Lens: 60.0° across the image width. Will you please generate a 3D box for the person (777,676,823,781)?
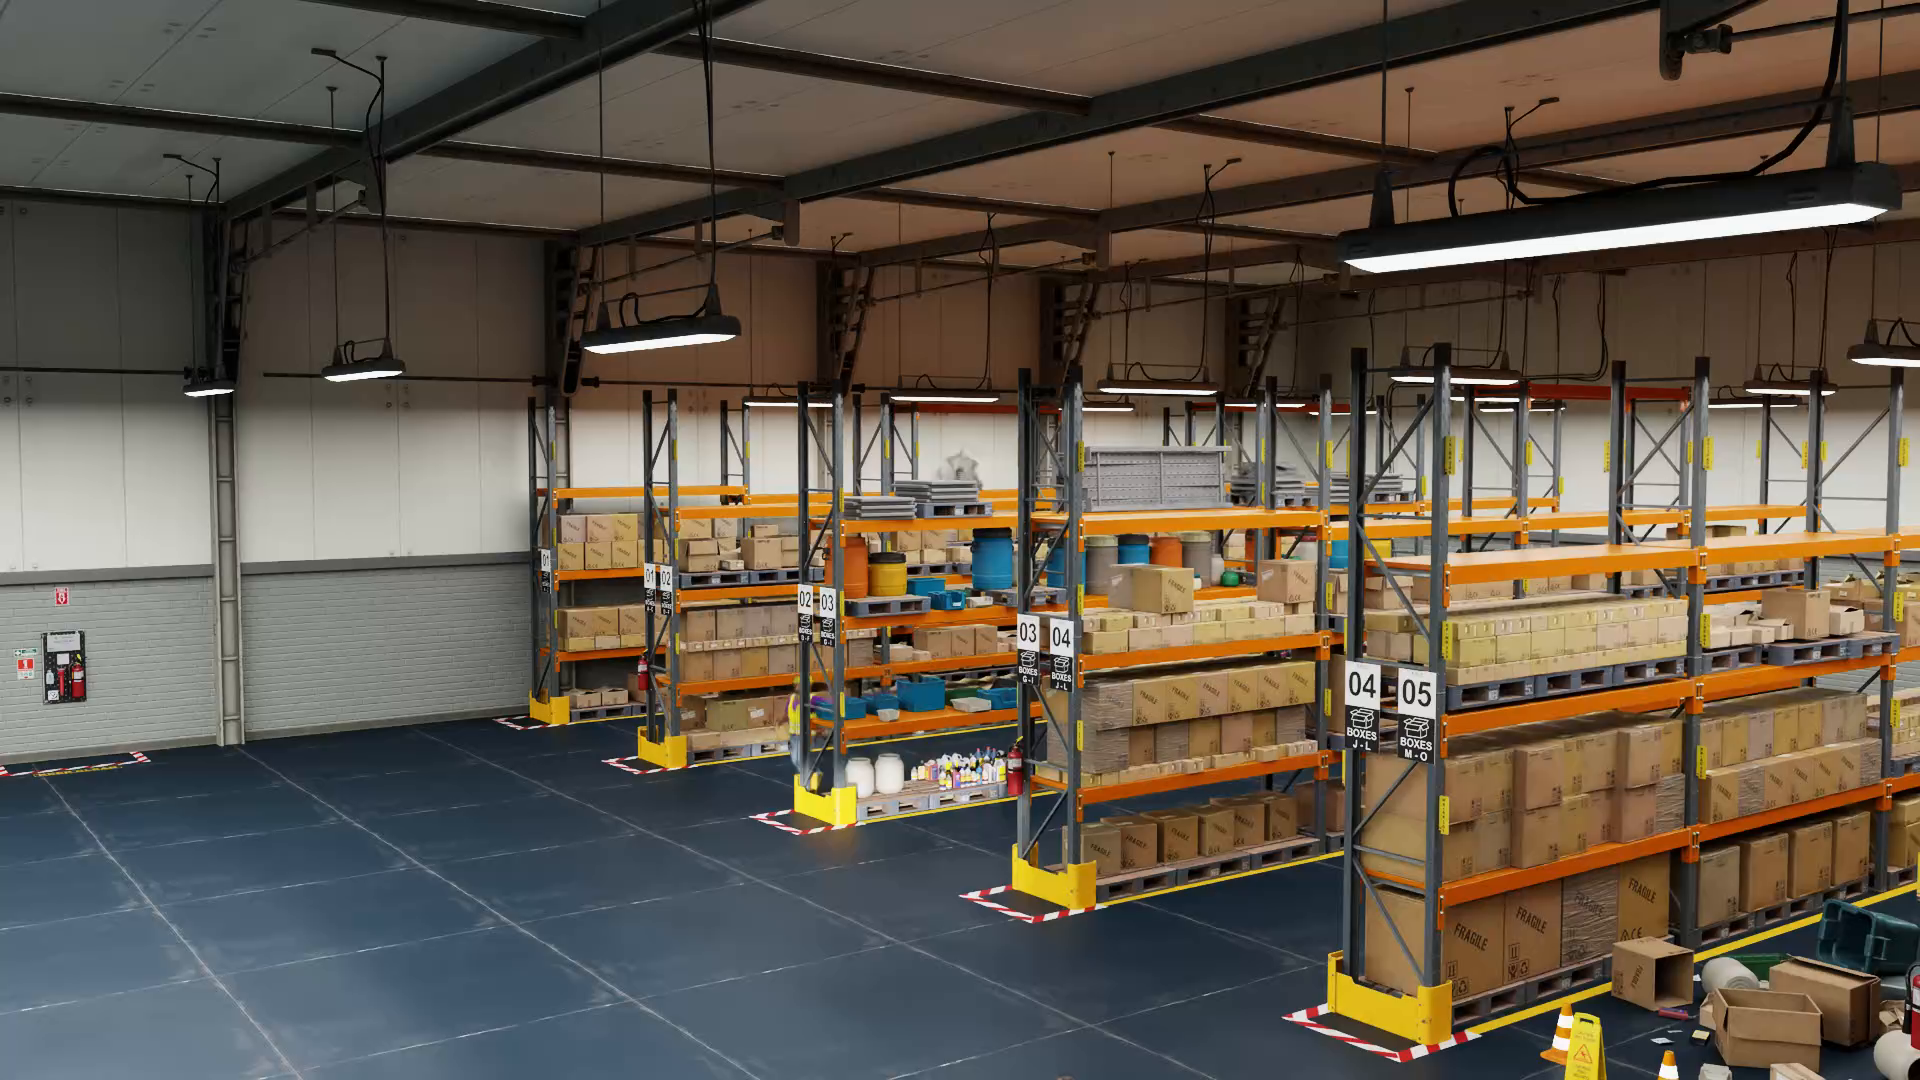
[{"bbox_3d":[-2.335,2.854,24.337,0.738,1.748,0.643,3,4,41],"label":"person"}]
